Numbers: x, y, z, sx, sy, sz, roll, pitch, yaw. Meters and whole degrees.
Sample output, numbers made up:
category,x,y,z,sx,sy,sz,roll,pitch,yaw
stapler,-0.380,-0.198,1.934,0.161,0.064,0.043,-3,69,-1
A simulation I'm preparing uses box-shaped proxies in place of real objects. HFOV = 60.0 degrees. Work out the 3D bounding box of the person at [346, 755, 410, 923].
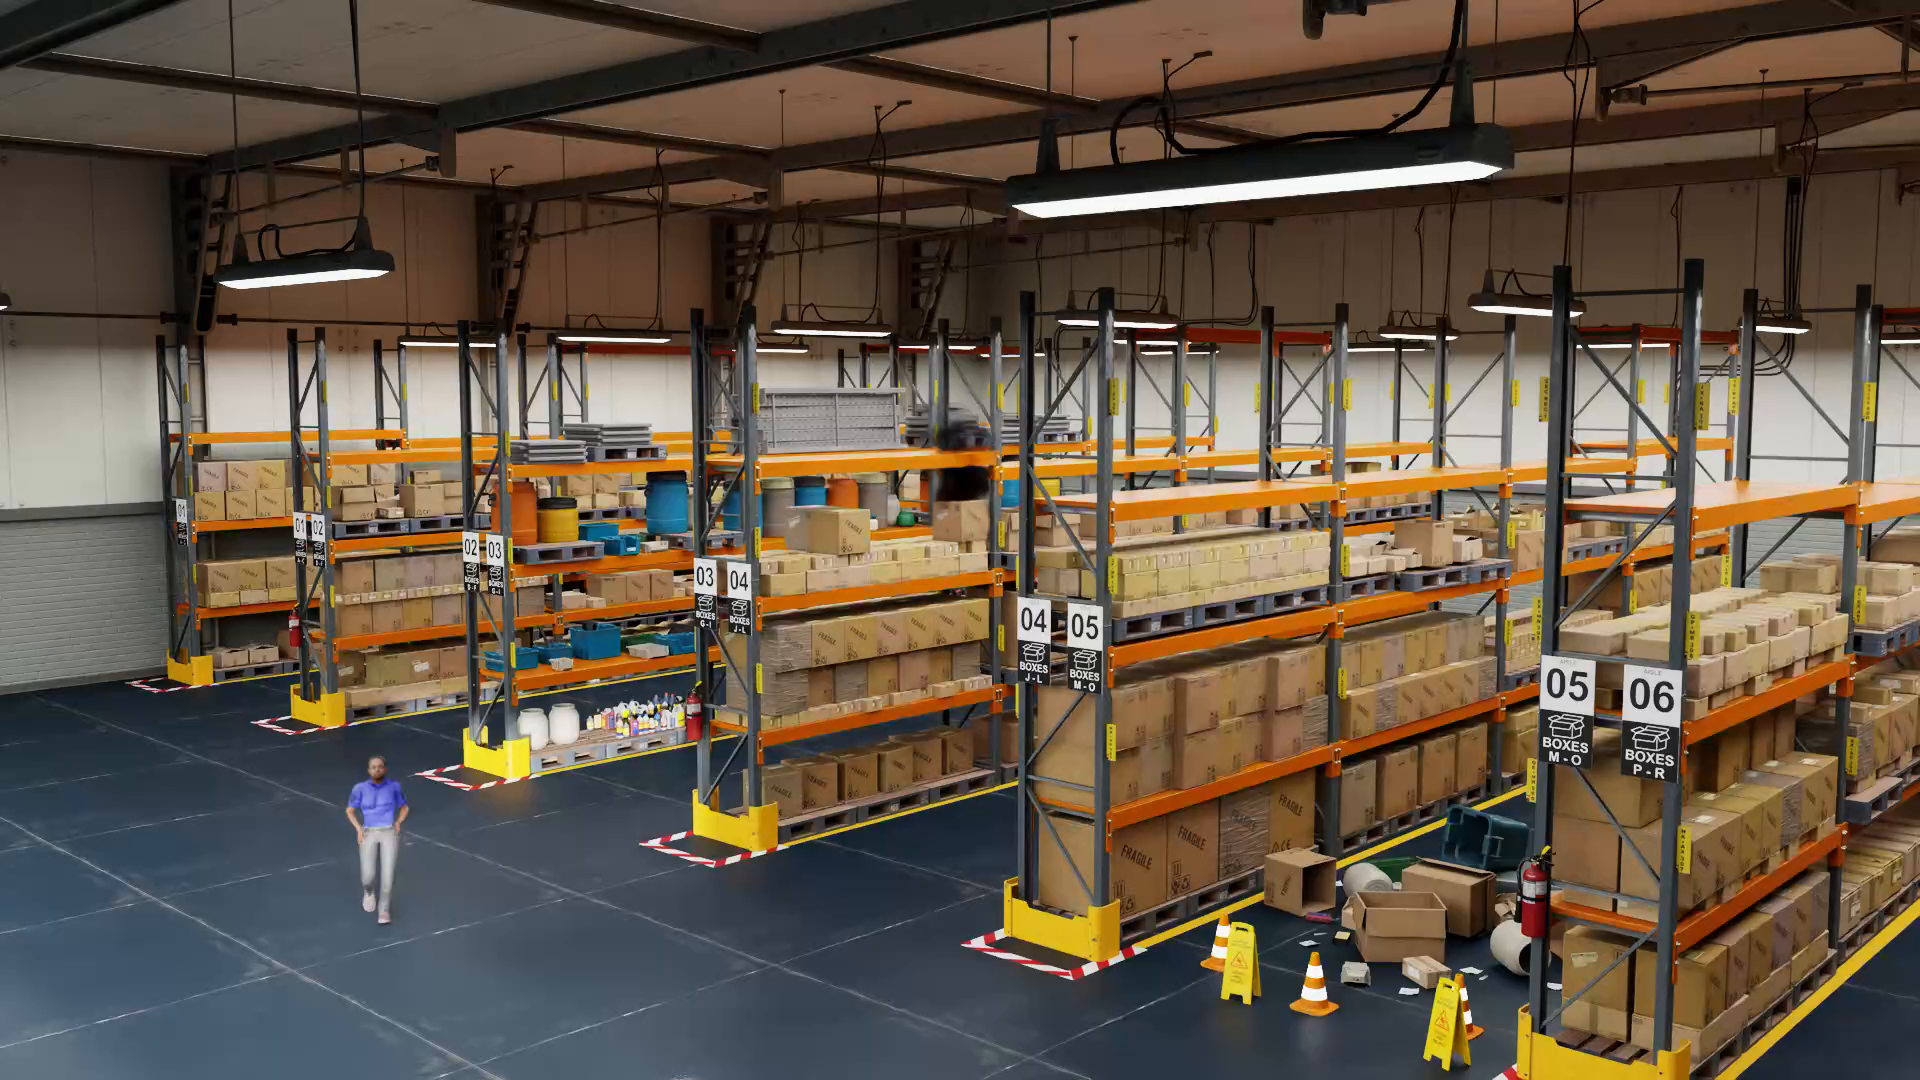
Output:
category,x,y,z,sx,sy,sz,roll,pitch,yaw
person,-5.573,2.910,15.969,0.572,1.516,0.574,-2,6,-22
